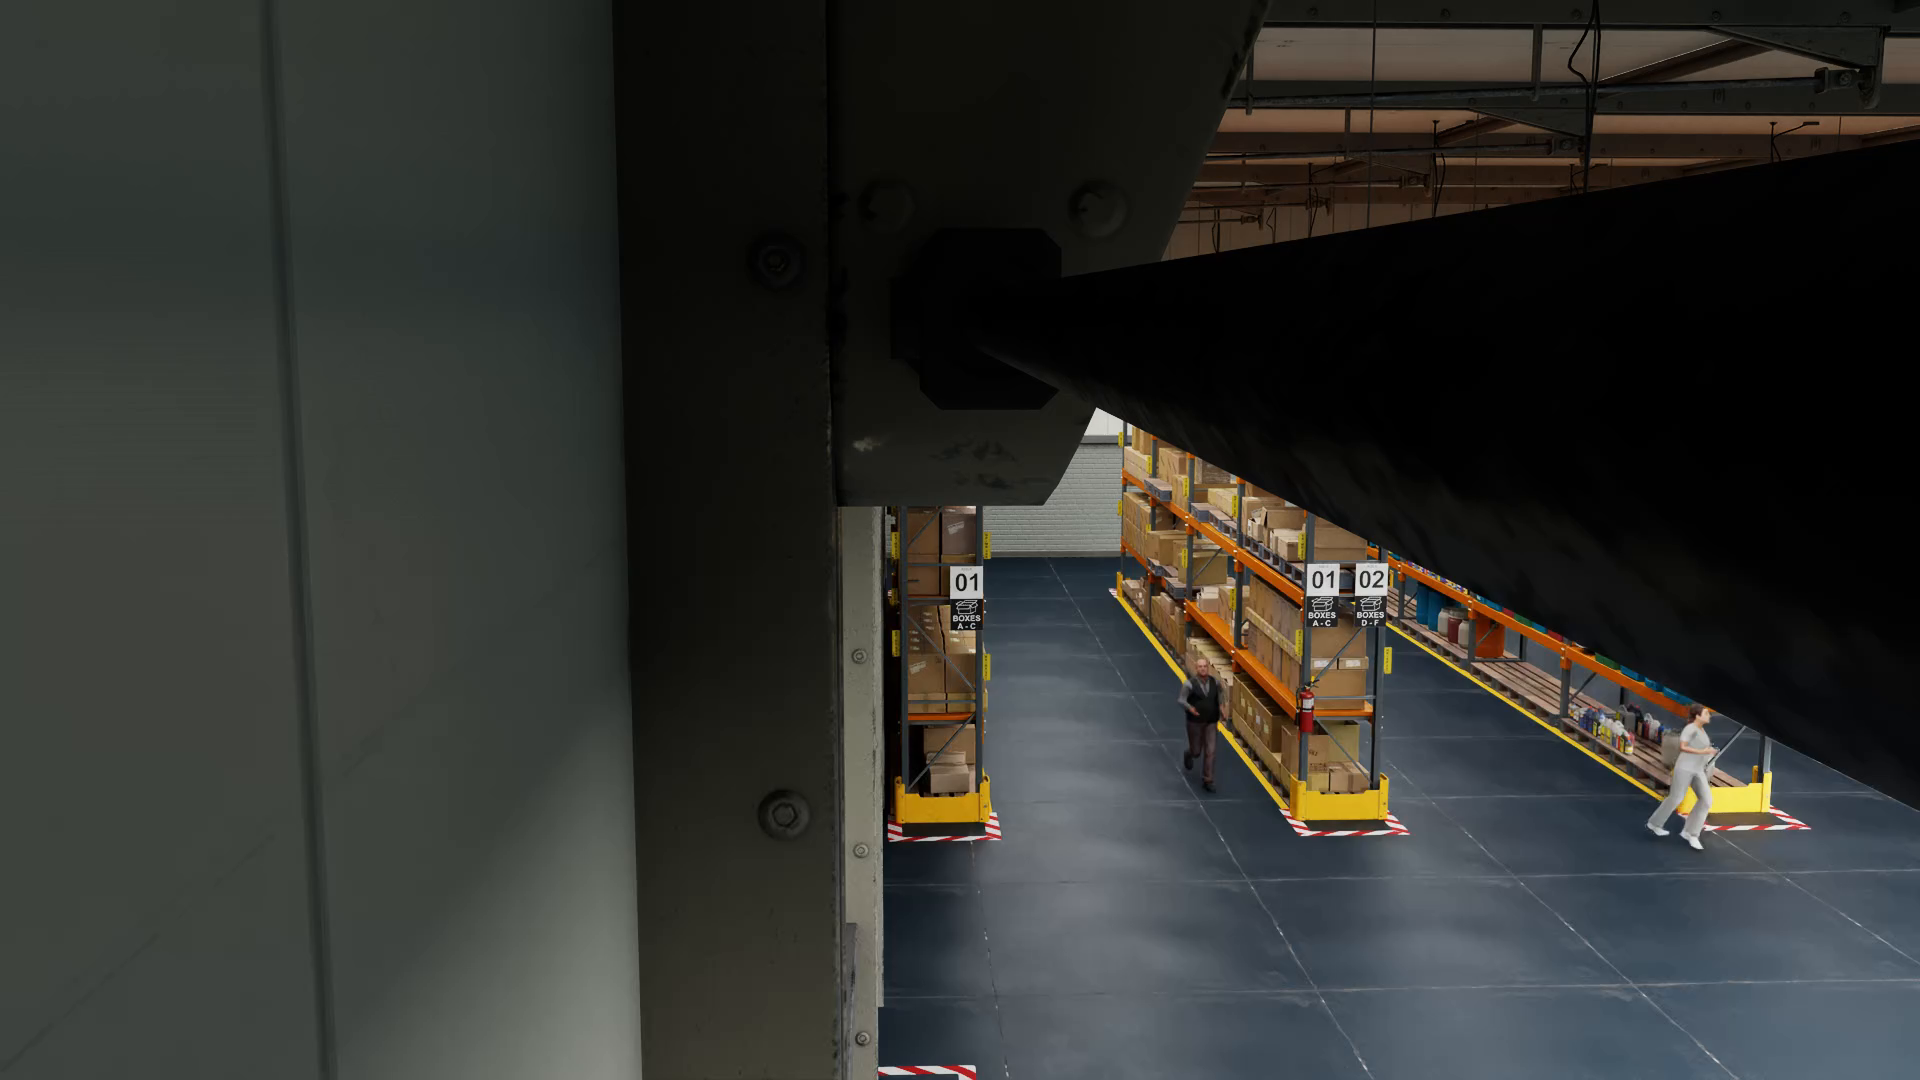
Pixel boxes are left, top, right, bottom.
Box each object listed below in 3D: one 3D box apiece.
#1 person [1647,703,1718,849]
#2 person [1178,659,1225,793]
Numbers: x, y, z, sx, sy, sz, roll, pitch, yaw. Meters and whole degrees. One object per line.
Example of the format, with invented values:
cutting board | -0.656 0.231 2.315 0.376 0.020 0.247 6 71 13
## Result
person | 8.661 2.757 19.763 0.584 1.684 0.711 -5 10 -34
person | 3.216 2.412 21.986 0.676 1.689 0.971 -1 8 -6
